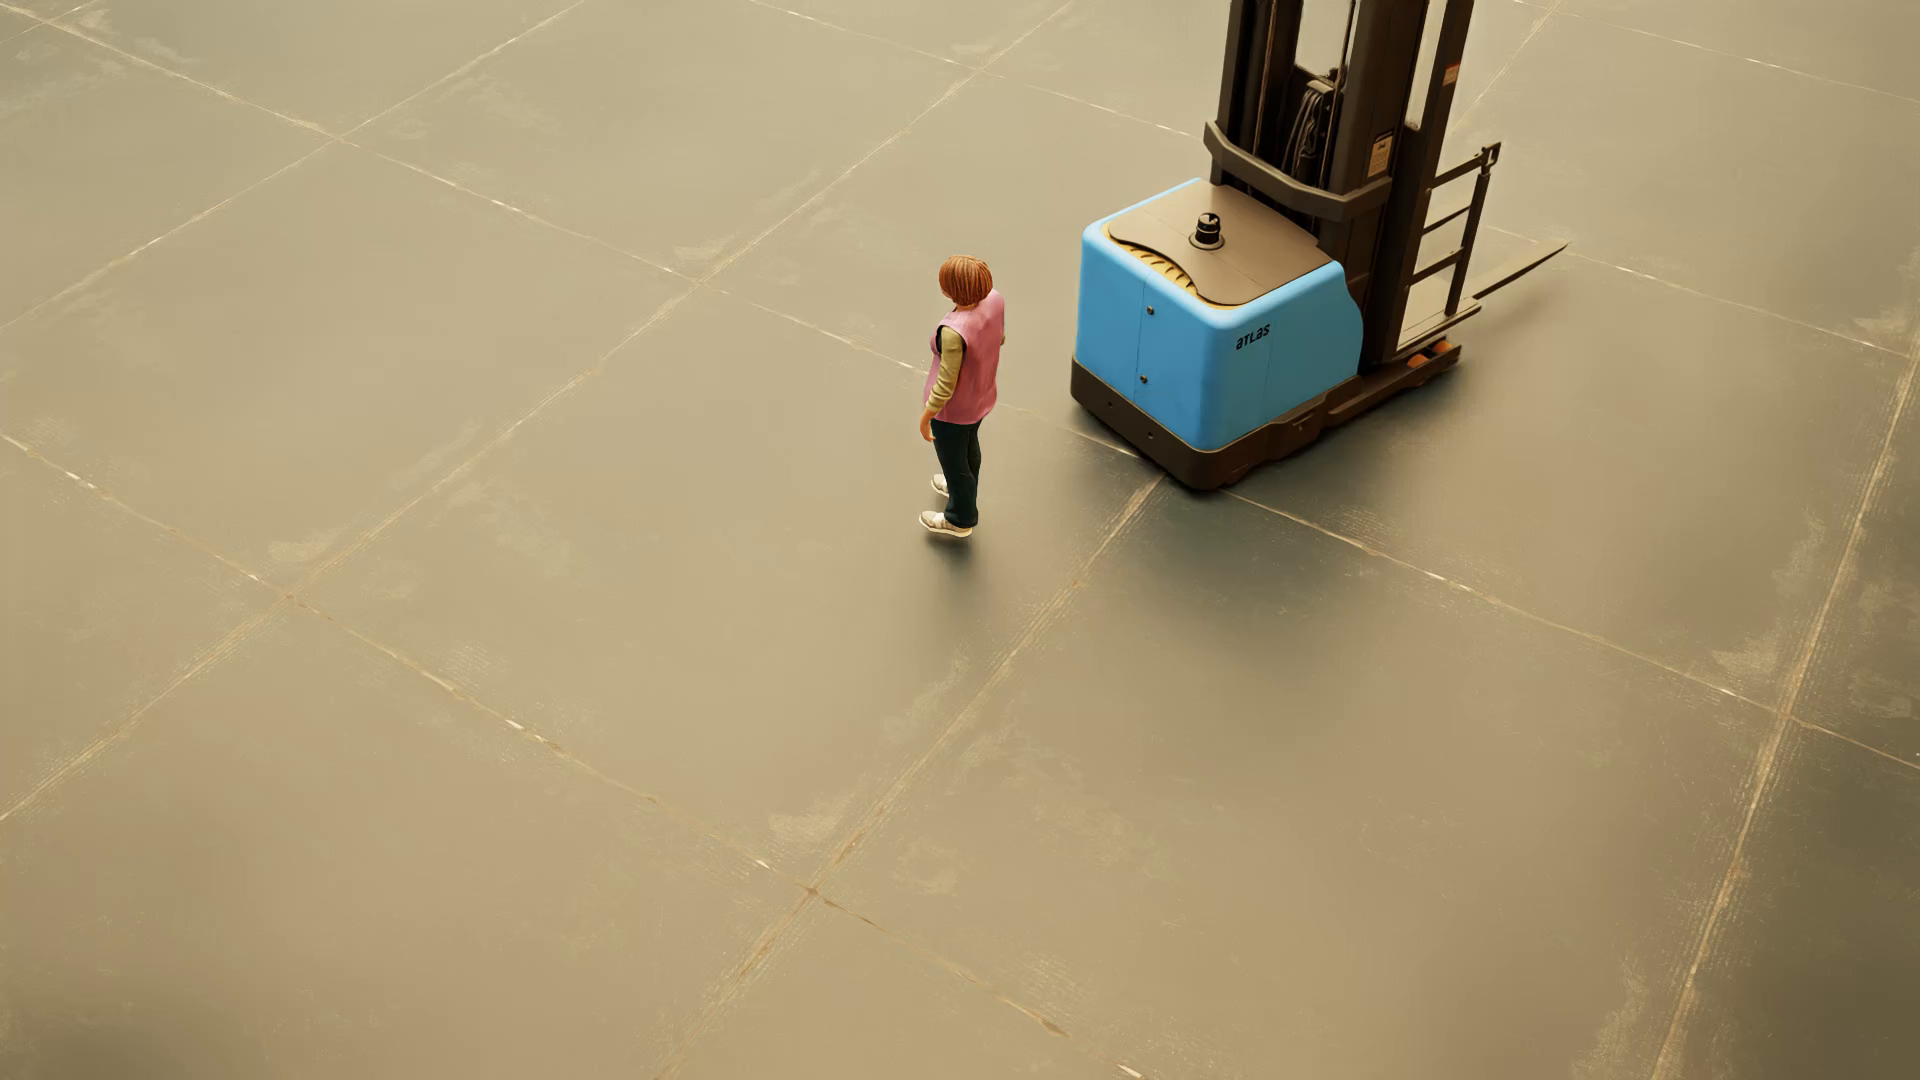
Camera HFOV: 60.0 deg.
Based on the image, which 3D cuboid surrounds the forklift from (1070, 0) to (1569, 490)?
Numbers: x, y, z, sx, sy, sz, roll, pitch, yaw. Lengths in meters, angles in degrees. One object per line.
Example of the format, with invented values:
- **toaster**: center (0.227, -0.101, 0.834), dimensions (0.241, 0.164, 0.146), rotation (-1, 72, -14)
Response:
- **forklift**: center (2.055, -2.145, 8.111), dimensions (3.031, 2.935, 1.130), rotation (-28, 50, -26)

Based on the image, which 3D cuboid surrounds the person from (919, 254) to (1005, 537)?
- **person**: center (-0.056, -0.648, 7.435), dimensions (0.472, 1.595, 0.521), rotation (24, 48, 23)
